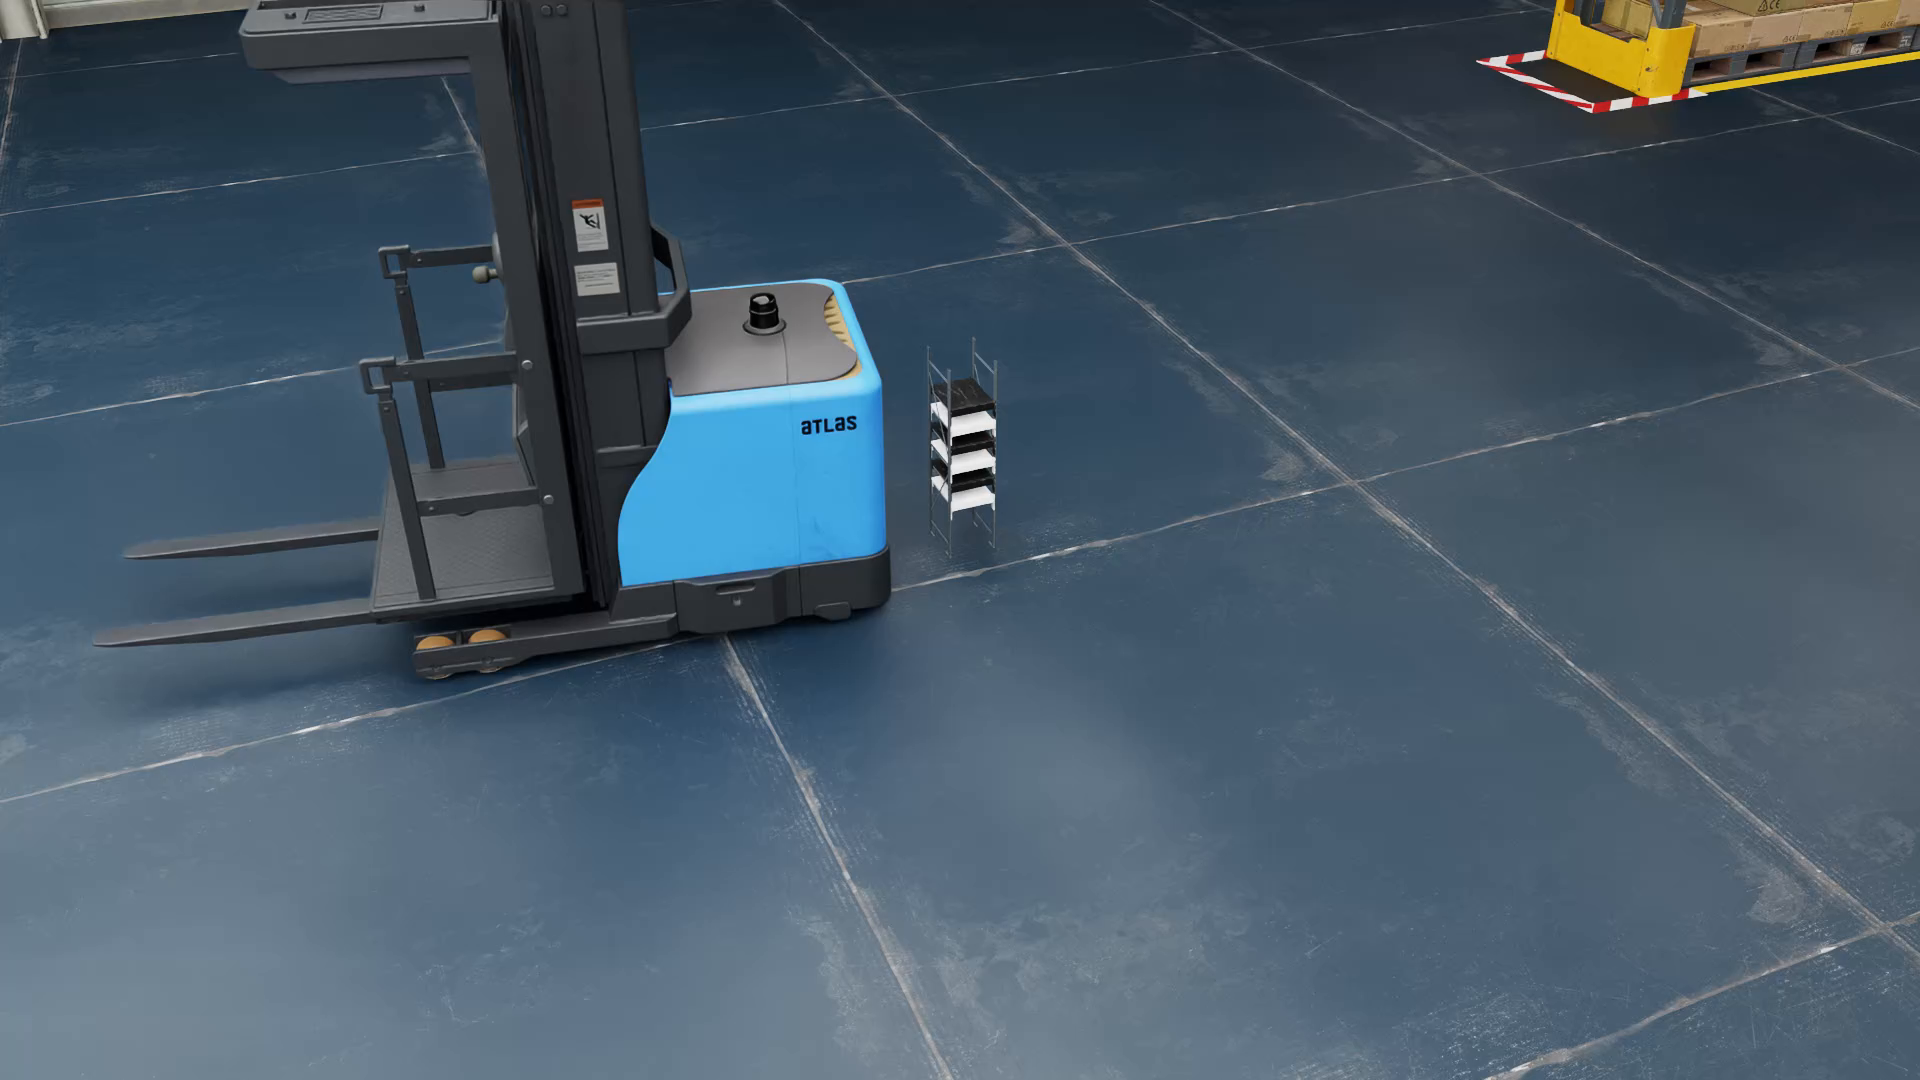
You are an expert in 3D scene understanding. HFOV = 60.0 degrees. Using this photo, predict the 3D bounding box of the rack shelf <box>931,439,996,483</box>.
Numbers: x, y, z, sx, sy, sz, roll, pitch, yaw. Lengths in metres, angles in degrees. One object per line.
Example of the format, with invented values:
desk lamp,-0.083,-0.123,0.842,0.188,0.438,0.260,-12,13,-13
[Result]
rack shelf,0.007,-0.351,7.025,0.200,0.077,0.258,-13,35,-19

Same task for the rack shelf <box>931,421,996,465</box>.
rack shelf,0.007,-0.426,6.976,0.200,0.077,0.258,-13,35,-19

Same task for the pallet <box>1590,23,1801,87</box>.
pallet,5.701,-3.853,12.978,1.213,0.211,1.003,-13,35,-19

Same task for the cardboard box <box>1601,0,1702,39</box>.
cardboard box,5.392,-4.124,12.974,0.500,0.250,0.500,-13,35,-19

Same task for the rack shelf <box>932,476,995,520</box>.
rack shelf,0.007,-0.200,7.124,0.200,0.077,0.258,-13,35,-19

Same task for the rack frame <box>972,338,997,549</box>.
rack frame,0.101,-0.400,7.040,0.006,0.900,0.240,-13,35,-19

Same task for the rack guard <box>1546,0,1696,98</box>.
rack guard,4.990,-3.786,12.611,0.348,0.500,1.175,-13,35,-19

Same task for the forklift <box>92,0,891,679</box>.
forklift,-1.853,-1.007,6.111,3.031,2.935,1.130,-7,34,-11

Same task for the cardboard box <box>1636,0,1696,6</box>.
cardboard box,5.392,-4.440,12.771,0.500,0.500,0.500,-13,35,-19

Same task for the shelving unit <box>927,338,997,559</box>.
shelving unit,0.007,-0.379,7.007,0.210,0.900,0.258,-13,35,-19

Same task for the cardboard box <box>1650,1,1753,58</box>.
cardboard box,5.593,-3.864,12.574,0.500,0.250,0.500,-13,35,-19

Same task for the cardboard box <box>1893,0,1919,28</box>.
cardboard box,7.437,-4.286,13.222,0.500,0.250,0.500,-13,35,-19

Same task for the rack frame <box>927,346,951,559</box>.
rack frame,-0.086,-0.357,6.974,0.006,0.900,0.240,-13,35,-19

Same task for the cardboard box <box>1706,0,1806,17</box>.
cardboard box,6.053,-4.285,12.533,0.500,0.500,0.500,-13,35,-19

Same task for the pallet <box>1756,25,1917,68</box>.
pallet,6.824,-4.108,13.370,1.213,0.211,1.003,-13,35,-19

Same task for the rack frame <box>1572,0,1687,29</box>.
rack frame,5.012,-4.839,11.937,0.127,3.000,1.000,-13,35,-19

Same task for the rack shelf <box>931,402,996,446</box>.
rack shelf,0.007,-0.502,6.927,0.200,0.077,0.258,-13,35,-19

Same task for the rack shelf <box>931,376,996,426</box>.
rack shelf,0.007,-0.577,6.878,0.200,0.077,0.258,-13,35,-19

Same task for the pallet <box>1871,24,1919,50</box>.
pallet,7.951,-4.368,13.769,1.213,0.211,1.003,-13,35,-19

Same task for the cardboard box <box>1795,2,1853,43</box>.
cardboard box,6.514,-4.077,12.901,0.500,0.250,0.500,-13,35,-19

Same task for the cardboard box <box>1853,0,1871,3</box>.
cardboard box,6.977,-4.493,12.854,0.500,0.500,0.500,-13,35,-19

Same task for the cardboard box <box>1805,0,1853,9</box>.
cardboard box,6.509,-4.397,12.705,0.500,0.500,0.500,-13,35,-19

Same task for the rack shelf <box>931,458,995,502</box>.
rack shelf,0.007,-0.276,7.074,0.200,0.077,0.258,-13,35,-19

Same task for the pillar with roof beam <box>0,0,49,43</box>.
pillar with roof beam,-5.996,-5.728,7.802,0.400,9.000,9.100,-13,35,-19

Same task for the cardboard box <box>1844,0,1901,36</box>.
cardboard box,6.977,-4.180,13.060,0.500,0.250,0.500,-13,35,-19

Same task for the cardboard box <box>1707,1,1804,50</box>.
cardboard box,6.053,-3.971,12.739,0.500,0.250,0.500,-13,35,-19
